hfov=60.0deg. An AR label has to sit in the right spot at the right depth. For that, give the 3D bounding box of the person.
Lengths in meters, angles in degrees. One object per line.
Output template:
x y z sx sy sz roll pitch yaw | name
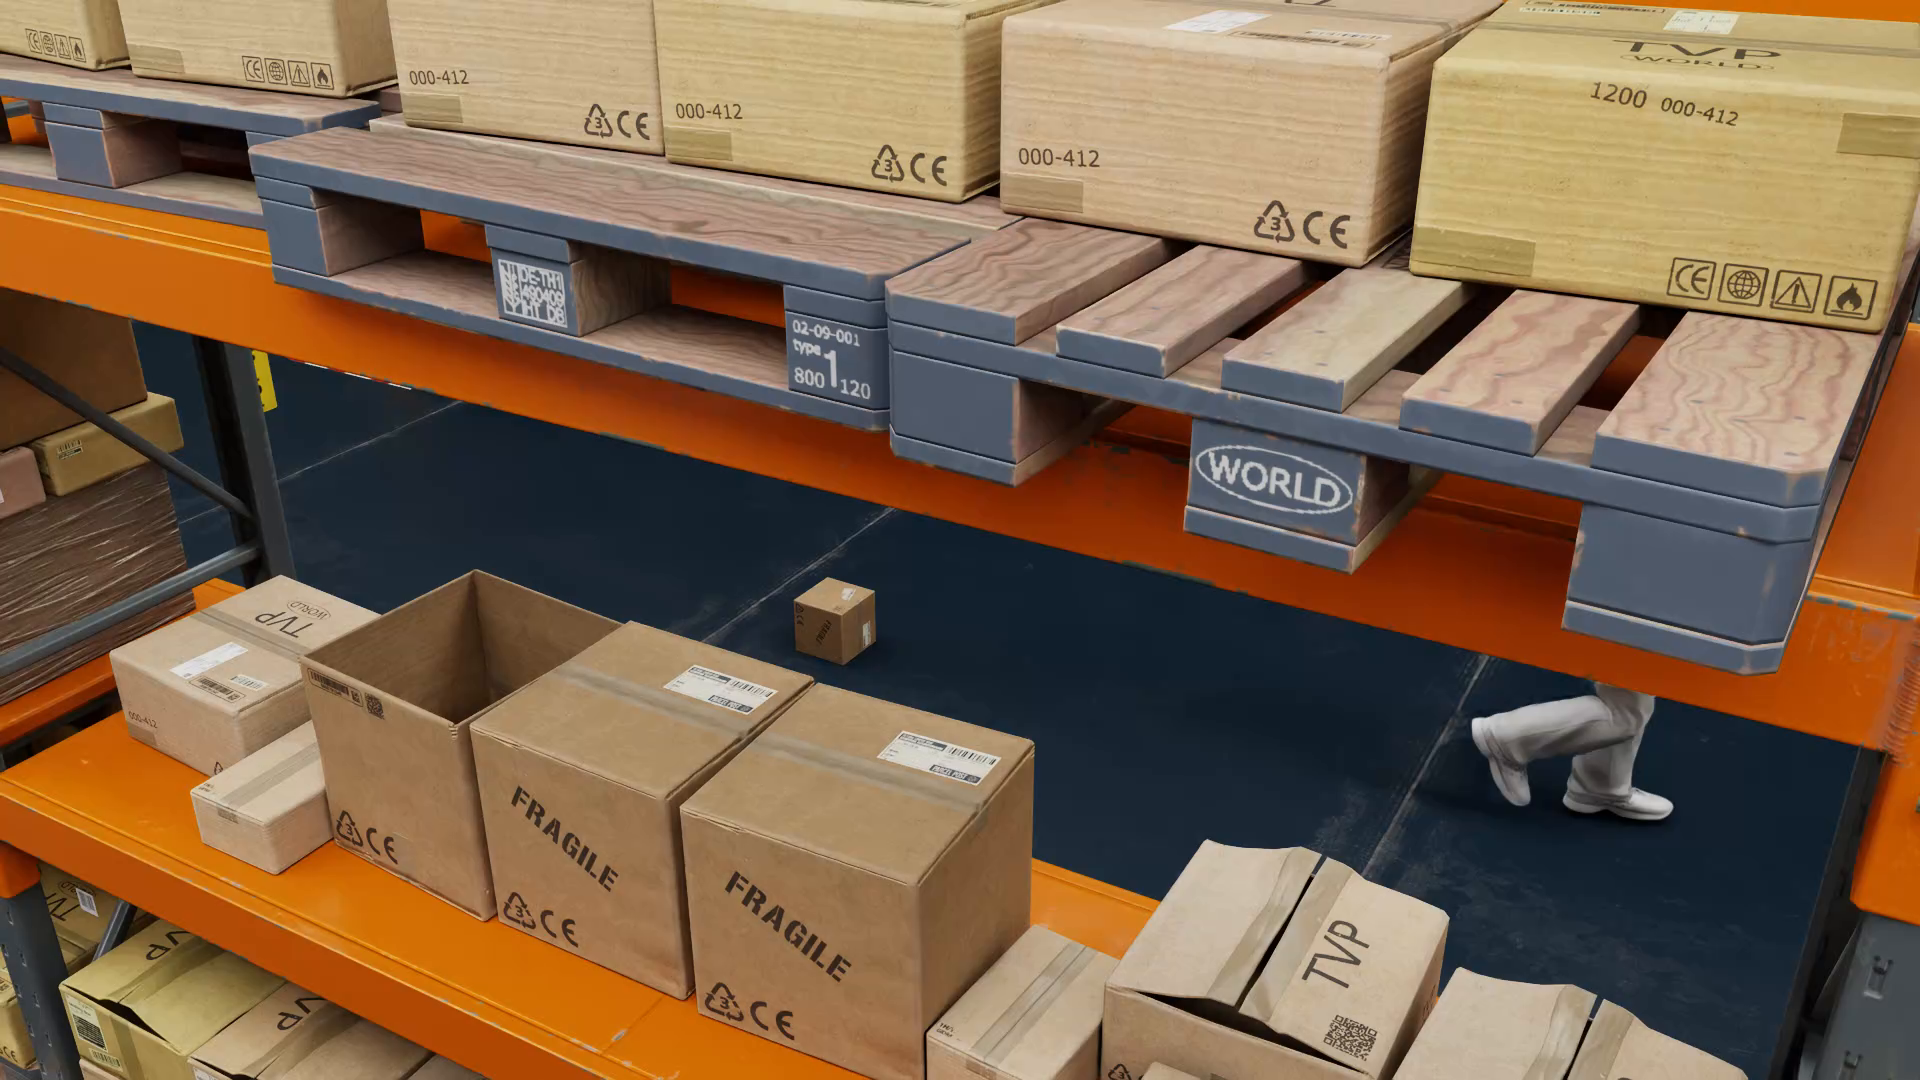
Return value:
2.212 0.190 5.699 0.724 1.760 0.590 10 28 20 | person
